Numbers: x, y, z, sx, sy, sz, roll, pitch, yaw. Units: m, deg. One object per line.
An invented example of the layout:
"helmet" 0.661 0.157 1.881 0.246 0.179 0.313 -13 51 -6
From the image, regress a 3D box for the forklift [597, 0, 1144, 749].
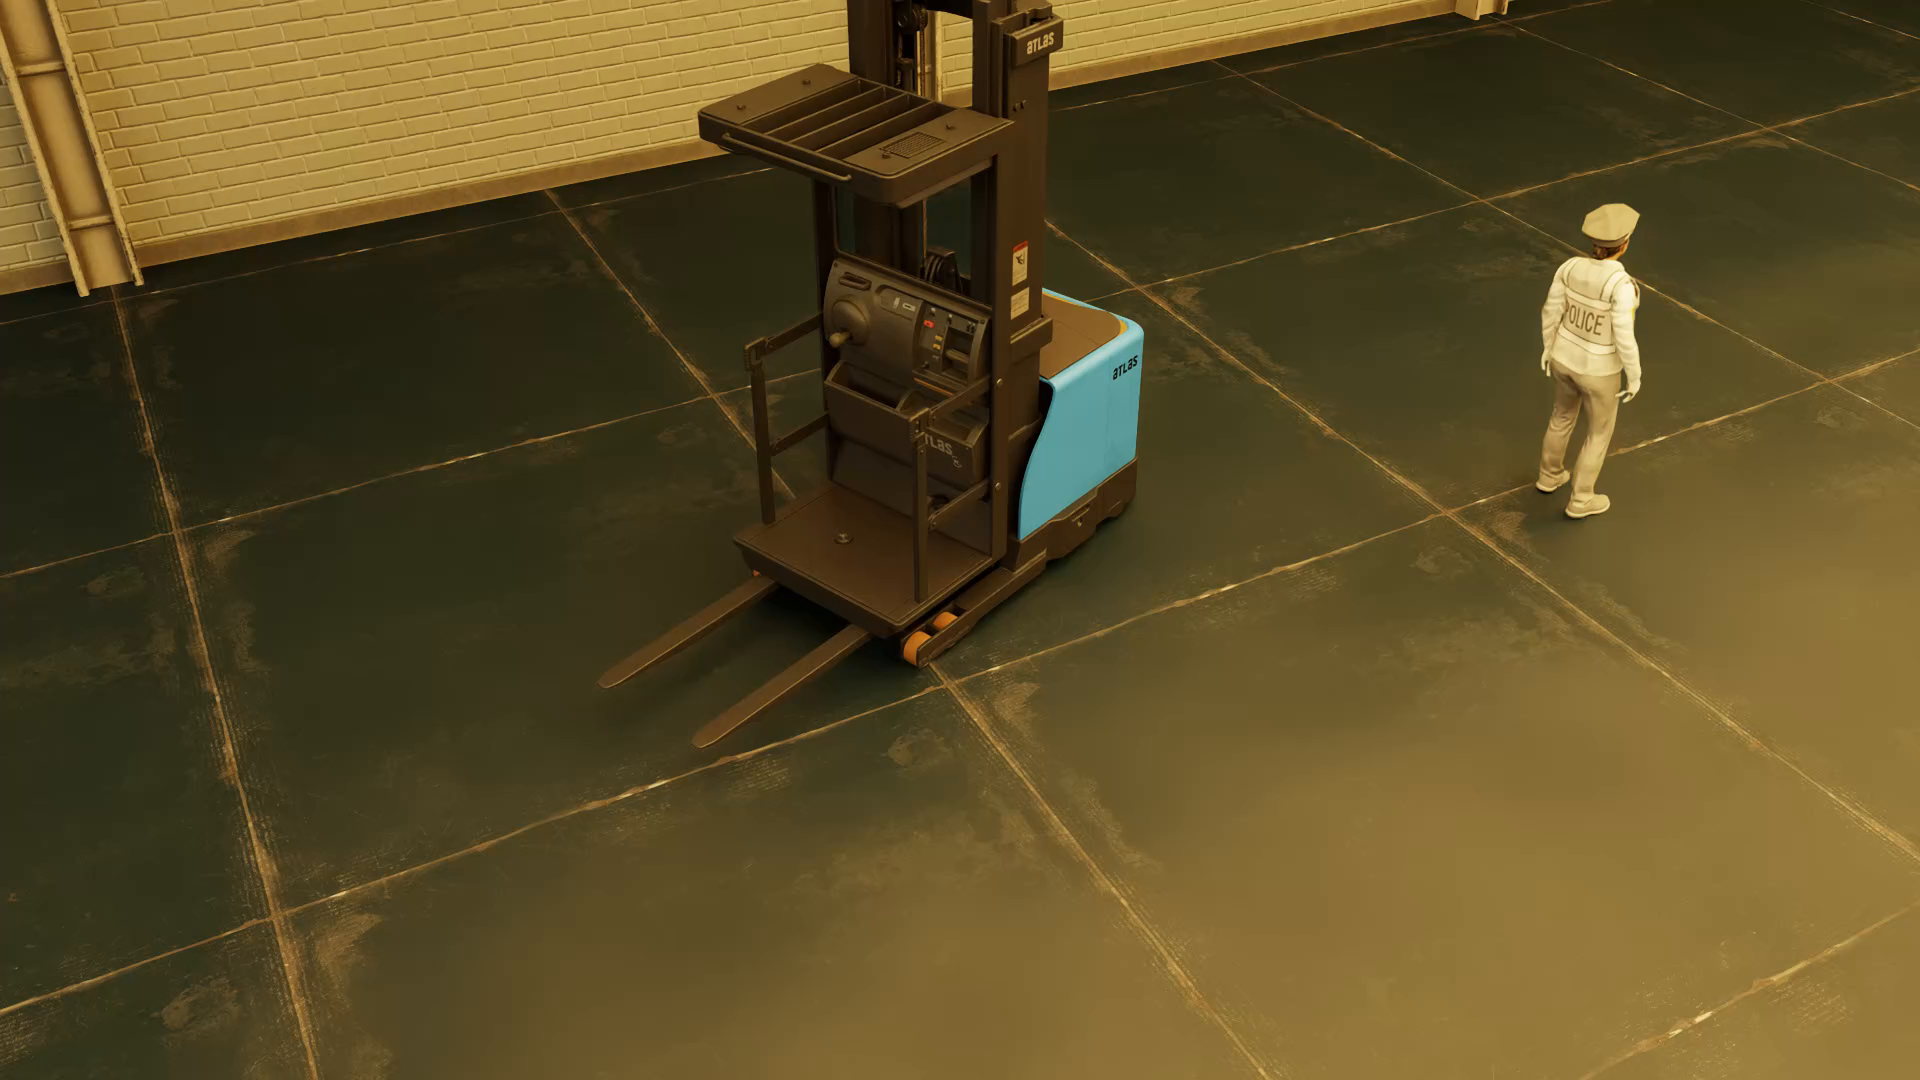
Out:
"forklift" -0.390 -0.927 7.434 1.130 2.935 3.031 26 43 31

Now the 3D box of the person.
"person" 3.240 -0.905 8.502 0.449 1.712 0.568 -20 40 -26
